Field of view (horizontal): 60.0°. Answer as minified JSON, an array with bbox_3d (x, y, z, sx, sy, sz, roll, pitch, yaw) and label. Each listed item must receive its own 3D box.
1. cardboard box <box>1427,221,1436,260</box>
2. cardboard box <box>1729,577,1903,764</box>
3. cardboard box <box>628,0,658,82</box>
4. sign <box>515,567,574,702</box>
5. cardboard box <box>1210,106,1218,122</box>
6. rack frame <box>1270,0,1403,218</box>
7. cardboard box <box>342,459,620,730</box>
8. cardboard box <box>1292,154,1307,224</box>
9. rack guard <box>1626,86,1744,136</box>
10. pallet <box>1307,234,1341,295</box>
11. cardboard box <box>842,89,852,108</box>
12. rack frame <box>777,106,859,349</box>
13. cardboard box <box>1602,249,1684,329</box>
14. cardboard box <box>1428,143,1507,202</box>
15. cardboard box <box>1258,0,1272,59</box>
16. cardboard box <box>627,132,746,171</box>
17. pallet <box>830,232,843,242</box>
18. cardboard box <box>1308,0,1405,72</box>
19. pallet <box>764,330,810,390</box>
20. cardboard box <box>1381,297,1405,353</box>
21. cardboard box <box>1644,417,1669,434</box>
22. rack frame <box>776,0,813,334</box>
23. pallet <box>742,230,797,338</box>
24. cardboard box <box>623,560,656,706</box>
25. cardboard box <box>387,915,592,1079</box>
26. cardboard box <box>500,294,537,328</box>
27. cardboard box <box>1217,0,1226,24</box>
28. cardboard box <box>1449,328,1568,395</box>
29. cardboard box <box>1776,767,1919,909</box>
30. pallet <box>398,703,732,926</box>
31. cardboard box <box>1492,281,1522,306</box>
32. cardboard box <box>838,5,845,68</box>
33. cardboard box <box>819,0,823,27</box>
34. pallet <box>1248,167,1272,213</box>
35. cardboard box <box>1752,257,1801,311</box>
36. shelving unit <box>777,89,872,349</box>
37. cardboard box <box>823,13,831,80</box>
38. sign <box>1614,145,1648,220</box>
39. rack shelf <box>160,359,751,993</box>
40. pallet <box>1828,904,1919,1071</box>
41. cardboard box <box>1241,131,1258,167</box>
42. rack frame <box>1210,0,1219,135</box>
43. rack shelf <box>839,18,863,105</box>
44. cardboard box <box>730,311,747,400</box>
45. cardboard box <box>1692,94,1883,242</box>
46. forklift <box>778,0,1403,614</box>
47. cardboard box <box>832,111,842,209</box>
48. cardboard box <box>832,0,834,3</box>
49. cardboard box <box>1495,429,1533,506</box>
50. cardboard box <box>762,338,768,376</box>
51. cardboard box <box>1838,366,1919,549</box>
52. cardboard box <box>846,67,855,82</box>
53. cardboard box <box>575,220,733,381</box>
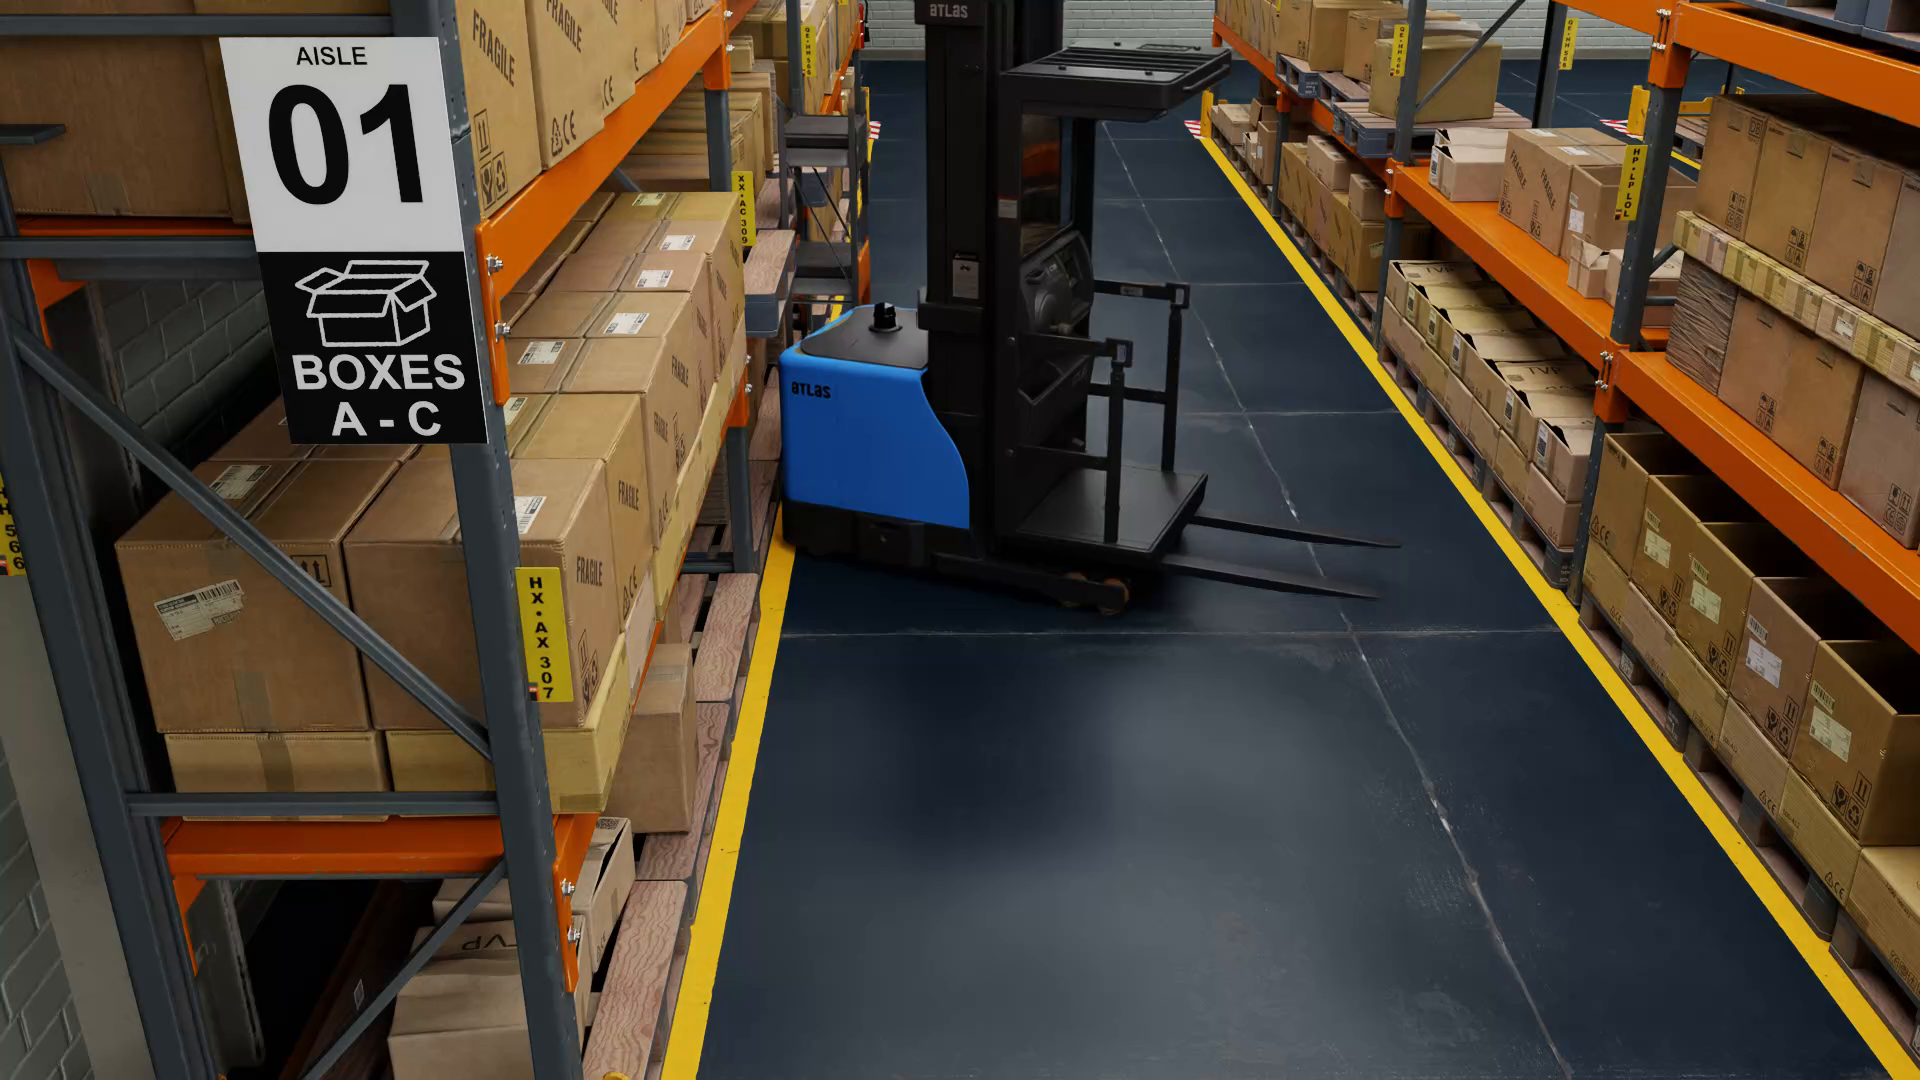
[{"bbox_3d":[3.691,-2.182,12.434,0.500,0.500,0.500,-1,24,-2],"label":"cardboard box"},{"bbox_3d":[3.175,0.463,6.004,0.500,0.500,0.500,0,24,-1],"label":"cardboard box"},{"bbox_3d":[-1.206,-1.612,4.888,0.500,0.500,0.500,1,24,3],"label":"cardboard box"},{"bbox_3d":[-0.902,0.208,3.600,0.100,0.325,0.005,0,24,-1],"label":"sign"},{"bbox_3d":[2.995,-4.740,18.515,0.380,0.149,0.250,0,24,-1],"label":"cardboard box"},{"bbox_3d":[3.377,-4.364,14.759,1.000,3.000,0.127,0,24,-1],"label":"rack frame"},{"bbox_3d":[-1.150,0.124,4.083,0.500,0.500,0.500,0,24,0],"label":"cardboard box"},{"bbox_3d":[3.156,-3.005,14.254,0.500,0.500,0.500,0,24,0],"label":"cardboard box"},{"bbox_3d":[8.274,-4.904,18.986,1.175,0.500,0.348,0,24,-1],"label":"rack guard"},{"bbox_3d":[3.440,-2.254,13.479,1.003,0.211,1.213,0,24,-1],"label":"pallet"},{"bbox_3d":[-1.506,-4.547,17.687,0.700,0.500,0.500,0,24,-1],"label":"cardboard box"},{"bbox_3d":[-0.751,-1.290,9.051,0.400,2.100,0.015,2,25,3],"label":"rack frame"},{"bbox_3d":[3.416,-1.202,7.949,0.500,0.250,0.500,1,24,3],"label":"cardboard box"},{"bbox_3d":[3.237,-2.306,10.316,0.500,0.311,0.500,-1,24,-1],"label":"cardboard box"},{"bbox_3d":[3.108,-4.827,15.661,0.500,0.500,0.500,0,24,1],"label":"cardboard box"},{"bbox_3d":[-1.459,-1.730,8.280,0.700,0.500,0.500,2,24,5],"label":"cardboard box"},{"bbox_3d":[-1.476,-2.248,13.464,1.003,0.211,1.213,0,24,-1],"label":"pallet"},{"bbox_3d":[3.230,-4.122,13.592,0.700,0.500,0.500,4,25,8],"label":"cardboard box"},{"bbox_3d":[-1.525,-1.099,10.925,1.003,0.211,1.213,0,24,-1],"label":"pallet"},{"bbox_3d":[3.133,-1.437,11.115,0.500,0.250,0.500,0,24,-1],"label":"cardboard box"},{"bbox_3d":[3.709,-0.433,8.214,0.500,0.311,0.500,0,24,0],"label":"cardboard box"},{"bbox_3d":[-1.532,-2.692,11.062,1.000,3.000,0.127,0,24,-1],"label":"rack frame"},{"bbox_3d":[-1.351,-1.272,8.155,1.003,0.211,1.213,0,24,-1],"label":"pallet"},{"bbox_3d":[-1.153,0.247,4.721,0.500,0.250,0.500,-1,24,-2],"label":"cardboard box"},{"bbox_3d":[-1.363,1.344,4.868,0.500,0.311,0.500,-3,25,-7],"label":"cardboard box"},{"bbox_3d":[-1.674,-0.499,5.461,0.500,0.500,0.500,0,24,0],"label":"cardboard box"},{"bbox_3d":[3.075,-5.874,17.976,0.500,0.500,0.500,0,24,1],"label":"cardboard box"},{"bbox_3d":[3.157,-1.054,9.587,0.500,0.311,0.500,-1,24,-1],"label":"cardboard box"},{"bbox_3d":[3.182,1.011,5.703,0.500,0.250,0.500,0,24,-1],"label":"cardboard box"},{"bbox_3d":[-1.430,1.007,6.266,1.003,0.211,1.213,0,24,-1],"label":"pallet"},{"bbox_3d":[3.685,-1.481,10.531,0.500,0.311,0.500,-1,24,-1],"label":"cardboard box"},{"bbox_3d":[-1.565,-4.700,15.139,0.980,0.700,0.700,0,24,0],"label":"cardboard box"},{"bbox_3d":[-1.307,-4.050,12.648,0.500,0.250,0.500,-1,24,-2],"label":"cardboard box"},{"bbox_3d":[3.371,-3.376,15.959,1.003,0.211,1.213,0,24,-1],"label":"pallet"},{"bbox_3d":[3.286,-0.979,6.367,0.380,0.149,0.250,0,24,-1],"label":"cardboard box"},{"bbox_3d":[-0.734,-1.395,9.271,0.431,2.100,0.503,2,25,3],"label":"shelving unit"},{"bbox_3d":[-1.306,-3.924,13.280,0.500,0.500,0.500,0,24,0],"label":"cardboard box"},{"bbox_3d":[2.922,-1.553,7.234,0.100,0.325,0.005,0,24,-1],"label":"sign"},{"bbox_3d":[-1.467,0.108,5.744,1.077,0.370,4.000,0,24,-1],"label":"rack shelf"},{"bbox_3d":[3.458,1.536,5.097,1.003,0.211,1.213,0,24,-1],"label":"pallet"},{"bbox_3d":[3.079,-3.882,16.422,0.500,0.311,0.500,0,24,-1],"label":"cardboard box"},{"bbox_3d":[3.334,-6.012,18.403,1.000,3.000,0.127,0,24,-1],"label":"rack frame"},{"bbox_3d":[-1.598,-4.837,16.677,1.077,0.370,4.000,0,24,-1],"label":"rack shelf"},{"bbox_3d":[-1.180,-0.791,7.016,0.500,0.250,0.500,0,24,0],"label":"cardboard box"},{"bbox_3d":[3.476,-1.521,6.778,0.700,0.500,0.500,0,24,0],"label":"cardboard box"},{"bbox_3d":[0.652,-1.229,7.910,3.031,2.935,1.130,9,26,20],"label":"forklift"},{"bbox_3d":[-1.439,-3.285,14.472,0.750,0.750,0.750,0,24,0],"label":"cardboard box"},{"bbox_3d":[-1.315,-4.681,14.043,0.500,0.250,0.500,0,24,1],"label":"cardboard box"},{"bbox_3d":[3.167,-0.384,8.786,0.500,0.250,0.500,-1,24,-1],"label":"cardboard box"},{"bbox_3d":[-1.583,-1.244,10.361,0.700,0.500,0.500,0,24,-1],"label":"cardboard box"},{"bbox_3d":[3.496,-0.295,5.641,0.700,0.500,0.500,0,24,1],"label":"cardboard box"},{"bbox_3d":[-1.328,-4.996,17.894,0.380,0.149,0.250,-1,24,-1],"label":"cardboard box"},{"bbox_3d":[-1.163,-0.927,6.408,0.500,0.500,0.500,0,24,-1],"label":"cardboard box"}]
